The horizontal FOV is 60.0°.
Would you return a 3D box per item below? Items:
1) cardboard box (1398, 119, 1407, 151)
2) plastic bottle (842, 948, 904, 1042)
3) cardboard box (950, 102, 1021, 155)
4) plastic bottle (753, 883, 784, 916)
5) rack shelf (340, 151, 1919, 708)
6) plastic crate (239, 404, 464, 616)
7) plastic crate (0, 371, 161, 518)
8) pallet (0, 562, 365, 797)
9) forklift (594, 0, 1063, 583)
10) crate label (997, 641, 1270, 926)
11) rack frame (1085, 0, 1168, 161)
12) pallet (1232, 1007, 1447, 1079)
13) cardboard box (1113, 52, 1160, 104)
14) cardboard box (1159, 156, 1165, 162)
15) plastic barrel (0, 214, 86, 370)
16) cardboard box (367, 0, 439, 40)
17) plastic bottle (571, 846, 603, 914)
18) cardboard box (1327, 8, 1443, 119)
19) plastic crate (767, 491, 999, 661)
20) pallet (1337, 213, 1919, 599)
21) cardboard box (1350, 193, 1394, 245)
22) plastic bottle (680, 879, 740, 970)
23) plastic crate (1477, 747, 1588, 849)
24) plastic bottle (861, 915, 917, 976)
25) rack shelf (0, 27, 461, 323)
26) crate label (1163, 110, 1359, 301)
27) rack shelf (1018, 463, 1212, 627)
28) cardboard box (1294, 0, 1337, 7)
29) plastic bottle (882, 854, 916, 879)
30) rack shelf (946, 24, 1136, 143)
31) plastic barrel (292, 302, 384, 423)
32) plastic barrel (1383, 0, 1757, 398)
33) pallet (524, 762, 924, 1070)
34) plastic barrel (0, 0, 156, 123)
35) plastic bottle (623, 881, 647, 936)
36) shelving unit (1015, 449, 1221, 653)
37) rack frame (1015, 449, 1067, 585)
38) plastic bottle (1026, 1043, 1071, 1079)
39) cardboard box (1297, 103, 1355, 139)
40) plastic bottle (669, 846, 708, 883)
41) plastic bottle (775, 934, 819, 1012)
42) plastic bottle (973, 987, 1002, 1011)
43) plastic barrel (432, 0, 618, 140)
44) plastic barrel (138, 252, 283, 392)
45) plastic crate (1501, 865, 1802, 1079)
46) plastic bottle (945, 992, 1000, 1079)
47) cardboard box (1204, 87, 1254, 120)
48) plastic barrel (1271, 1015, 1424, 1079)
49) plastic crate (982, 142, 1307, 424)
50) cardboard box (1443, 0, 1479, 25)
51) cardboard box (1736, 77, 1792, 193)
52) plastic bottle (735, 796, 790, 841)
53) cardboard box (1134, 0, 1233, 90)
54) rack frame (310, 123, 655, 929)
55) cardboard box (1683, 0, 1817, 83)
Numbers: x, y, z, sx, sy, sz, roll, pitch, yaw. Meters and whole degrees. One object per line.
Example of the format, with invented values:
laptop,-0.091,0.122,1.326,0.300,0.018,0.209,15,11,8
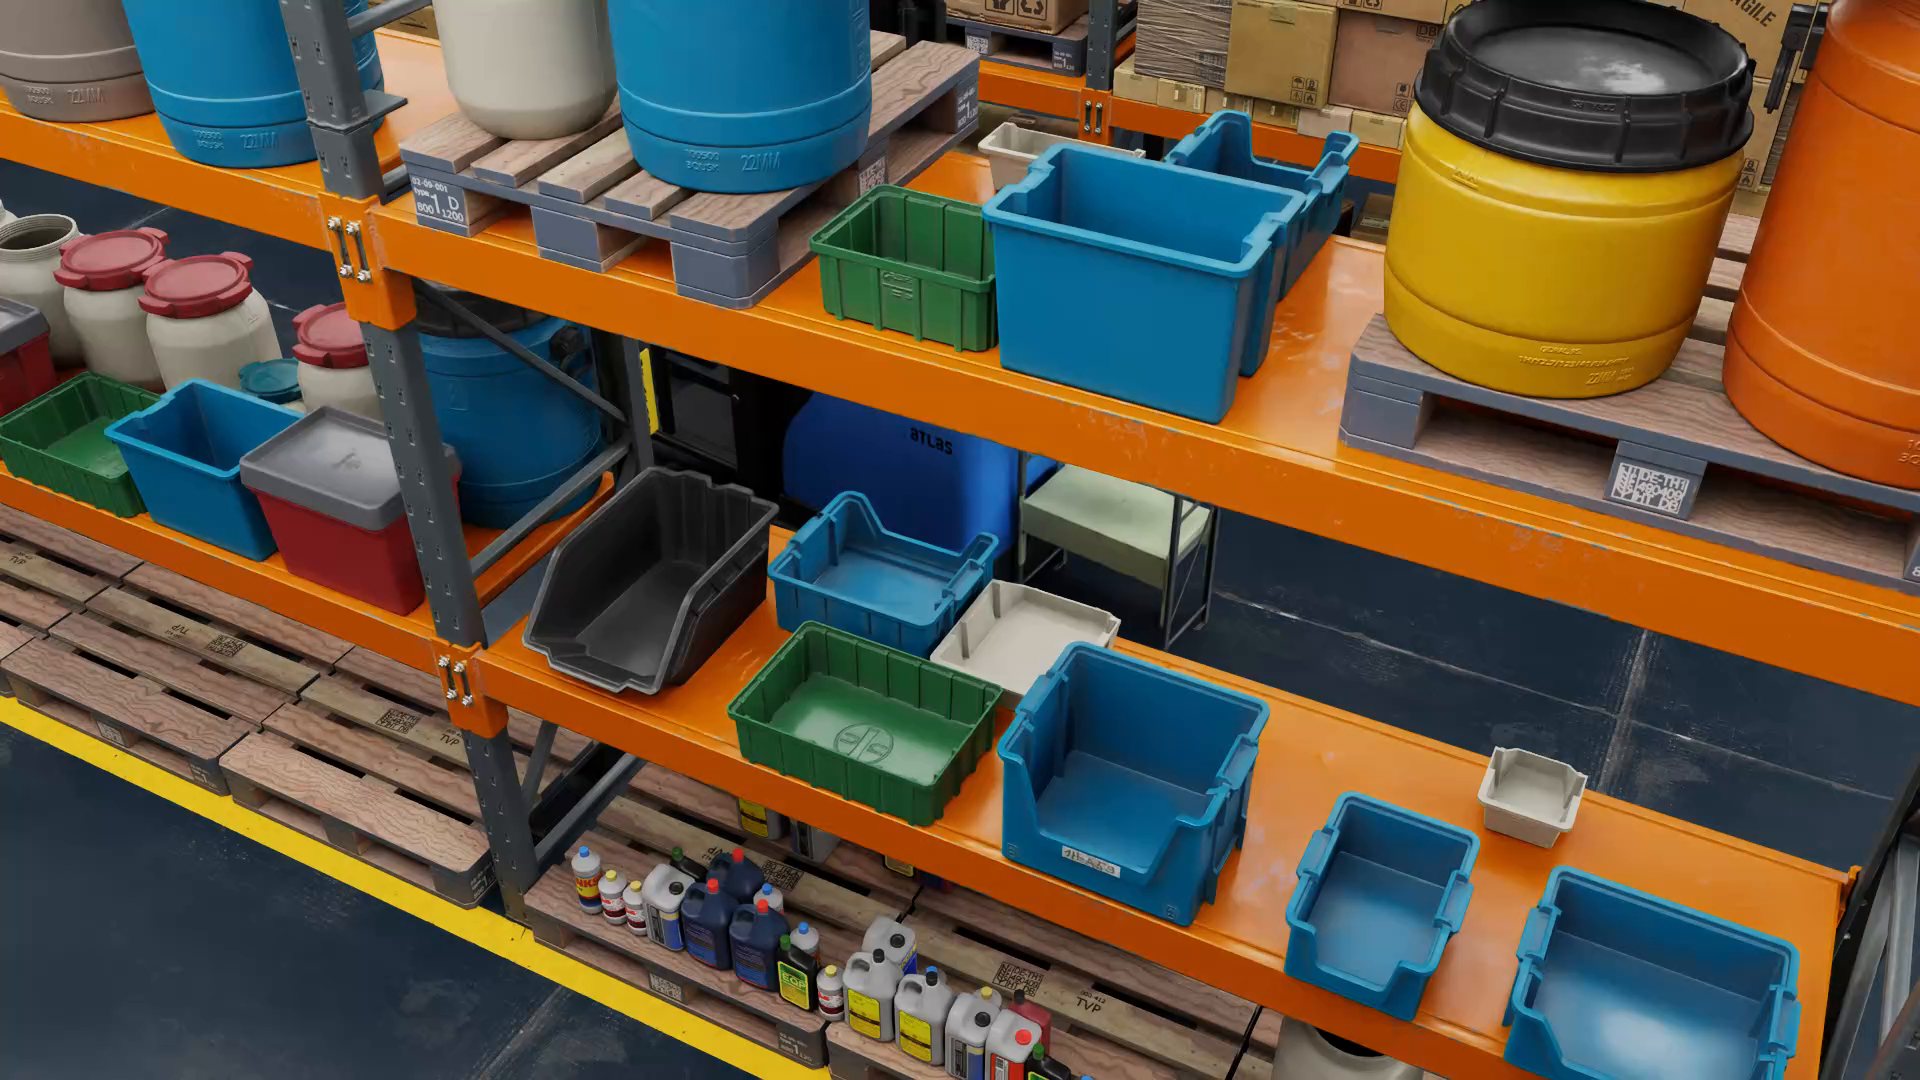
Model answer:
cardboard box,2.326,-2.019,8.137,0.250,0.149,0.380,17,41,21
plastic bottle,-0.272,1.407,5.243,0.185,0.351,0.144,17,40,21
cardboard box,-0.015,-2.255,9.943,0.500,0.500,0.700,17,40,21
plastic bottle,-0.632,1.243,5.524,0.097,0.271,0.097,0,37,0
rack shelf,0.433,-0.443,3.967,4.000,0.370,1.077,17,41,21
plastic crate,-1.913,-0.087,5.331,0.583,0.464,0.402,17,41,21
plastic crate,-3.019,-0.339,5.891,0.662,0.188,0.450,17,41,21
pallet,-3.145,0.484,6.938,1.213,0.211,1.003,17,41,21
forklift,-0.866,-1.539,7.354,3.031,2.935,1.130,23,43,27
crate label,0.451,0.640,4.396,0.616,0.435,0.502,17,41,21
rack frame,0.935,-2.750,8.892,0.127,3.000,1.000,17,41,21
pallet,1.401,1.907,5.063,1.213,0.211,1.003,17,41,21
cardboard box,0.988,-2.429,8.677,0.250,0.149,0.380,17,41,21
cardboard box,1.272,-1.789,9.346,0.500,0.500,0.500,16,40,20
plastic barrel,-3.509,-0.959,6.440,0.421,0.512,0.421,0,37,0
cardboard box,-3.220,-3.386,11.140,0.875,0.875,1.225,16,40,19
plastic bottle,-1.261,1.144,5.654,0.097,0.271,0.097,0,37,0
cardboard box,2.224,-2.507,8.244,0.500,0.500,0.875,17,41,21
plastic crate,-0.235,0.130,5.221,0.616,0.251,0.499,17,41,21
pallet,1.520,-0.381,3.446,1.213,0.211,1.003,17,41,21
cardboard box,2.371,-1.504,8.970,0.500,0.500,0.500,14,39,18
plastic bottle,-0.817,1.236,5.468,0.185,0.351,0.144,18,41,23
plastic crate,1.563,0.705,4.559,0.250,0.136,0.298,17,41,21
plastic bottle,-0.226,1.350,5.380,0.135,0.276,0.152,17,41,21
rack shelf,-3.119,-1.555,5.432,4.000,0.370,1.077,17,41,21
crate label,0.699,-0.812,3.981,0.408,0.251,0.502,17,41,21
rack shelf,0.662,-0.014,7.067,0.720,0.370,0.431,23,43,27
cardboard box,1.663,-2.907,7.943,0.500,0.500,0.500,17,41,21
plastic bottle,-0.205,1.045,5.775,0.133,0.283,0.061,17,41,21
rack shelf,-0.841,-3.020,9.842,4.000,0.370,1.077,17,41,21
plastic barrel,-2.091,-0.529,5.854,0.433,0.535,0.433,0,37,0
plastic barrel,1.139,-0.665,3.161,0.600,0.588,0.600,0,37,0
pallet,-0.765,1.229,5.957,1.213,0.211,1.003,17,41,21
plastic barrel,-2.475,-1.692,4.603,0.600,0.901,0.600,0,37,0
plastic bottle,-1.081,1.229,5.601,0.097,0.201,0.097,0,37,0
shelving unit,0.662,-0.274,6.870,0.755,1.500,0.431,23,43,27
rack frame,0.364,-0.402,7.039,0.023,1.500,0.400,23,43,27
plastic bottle,0.265,1.630,5.005,0.133,0.283,0.061,18,41,23
cardboard box,1.868,-2.142,8.298,0.250,0.149,0.380,17,41,21
plastic bottle,-0.913,1.157,5.627,0.133,0.283,0.061,17,41,21
plastic bottle,-0.522,1.384,5.329,0.133,0.283,0.061,19,41,23
plastic bottle,0.083,1.490,5.257,0.097,0.201,0.097,0,37,0
plastic barrel,-1.051,-1.272,4.025,0.421,0.512,0.421,0,37,0
plastic barrel,-2.743,-0.733,6.122,0.433,0.535,0.433,0,37,0
plastic crate,1.627,1.102,3.941,0.616,0.251,0.499,17,41,21
plastic bottle,0.042,1.532,5.140,0.135,0.276,0.152,16,40,20
cardboard box,1.439,-2.298,8.504,0.250,0.149,0.380,17,41,21
plastic barrel,1.145,1.563,4.920,0.421,0.512,0.421,0,37,0
plastic crate,0.378,-0.536,3.507,0.575,0.384,0.392,17,41,21
cardboard box,2.555,-2.635,7.584,0.500,0.500,0.500,17,41,21
cardboard box,3.512,-2.039,7.626,0.500,0.500,0.875,17,41,21
plastic bottle,-0.704,0.891,5.923,0.185,0.351,0.144,17,41,21
cardboard box,1.306,-2.750,8.564,0.500,0.500,0.875,17,41,21
rack frame,-1.343,-0.091,5.389,0.127,3.000,1.000,17,41,21
cardboard box,3.438,-2.351,7.210,0.500,0.500,0.500,17,41,21
